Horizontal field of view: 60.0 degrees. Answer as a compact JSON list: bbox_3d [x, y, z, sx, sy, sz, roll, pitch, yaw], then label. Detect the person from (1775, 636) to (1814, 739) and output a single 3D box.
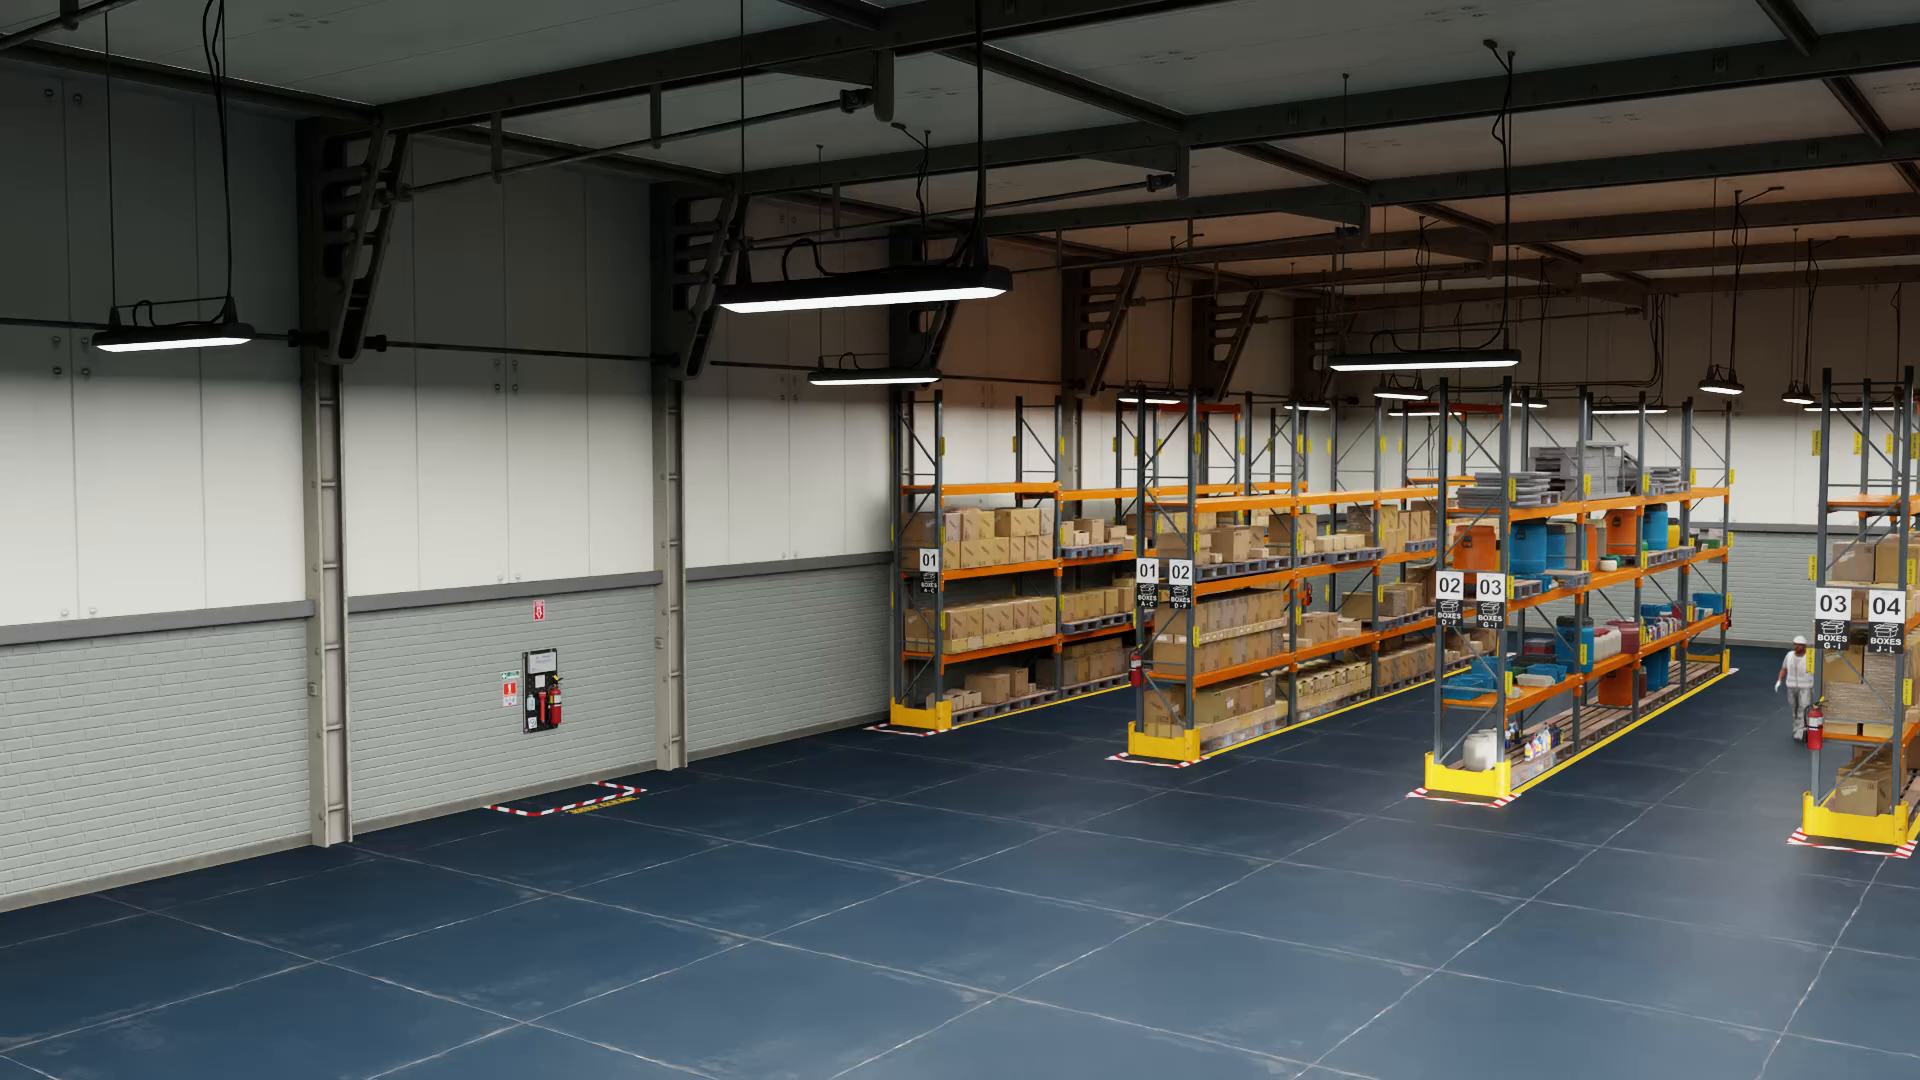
[{"bbox_3d":[14.389,2.509,28.560,0.662,1.722,1.059,2,4,37],"label":"person"}]
